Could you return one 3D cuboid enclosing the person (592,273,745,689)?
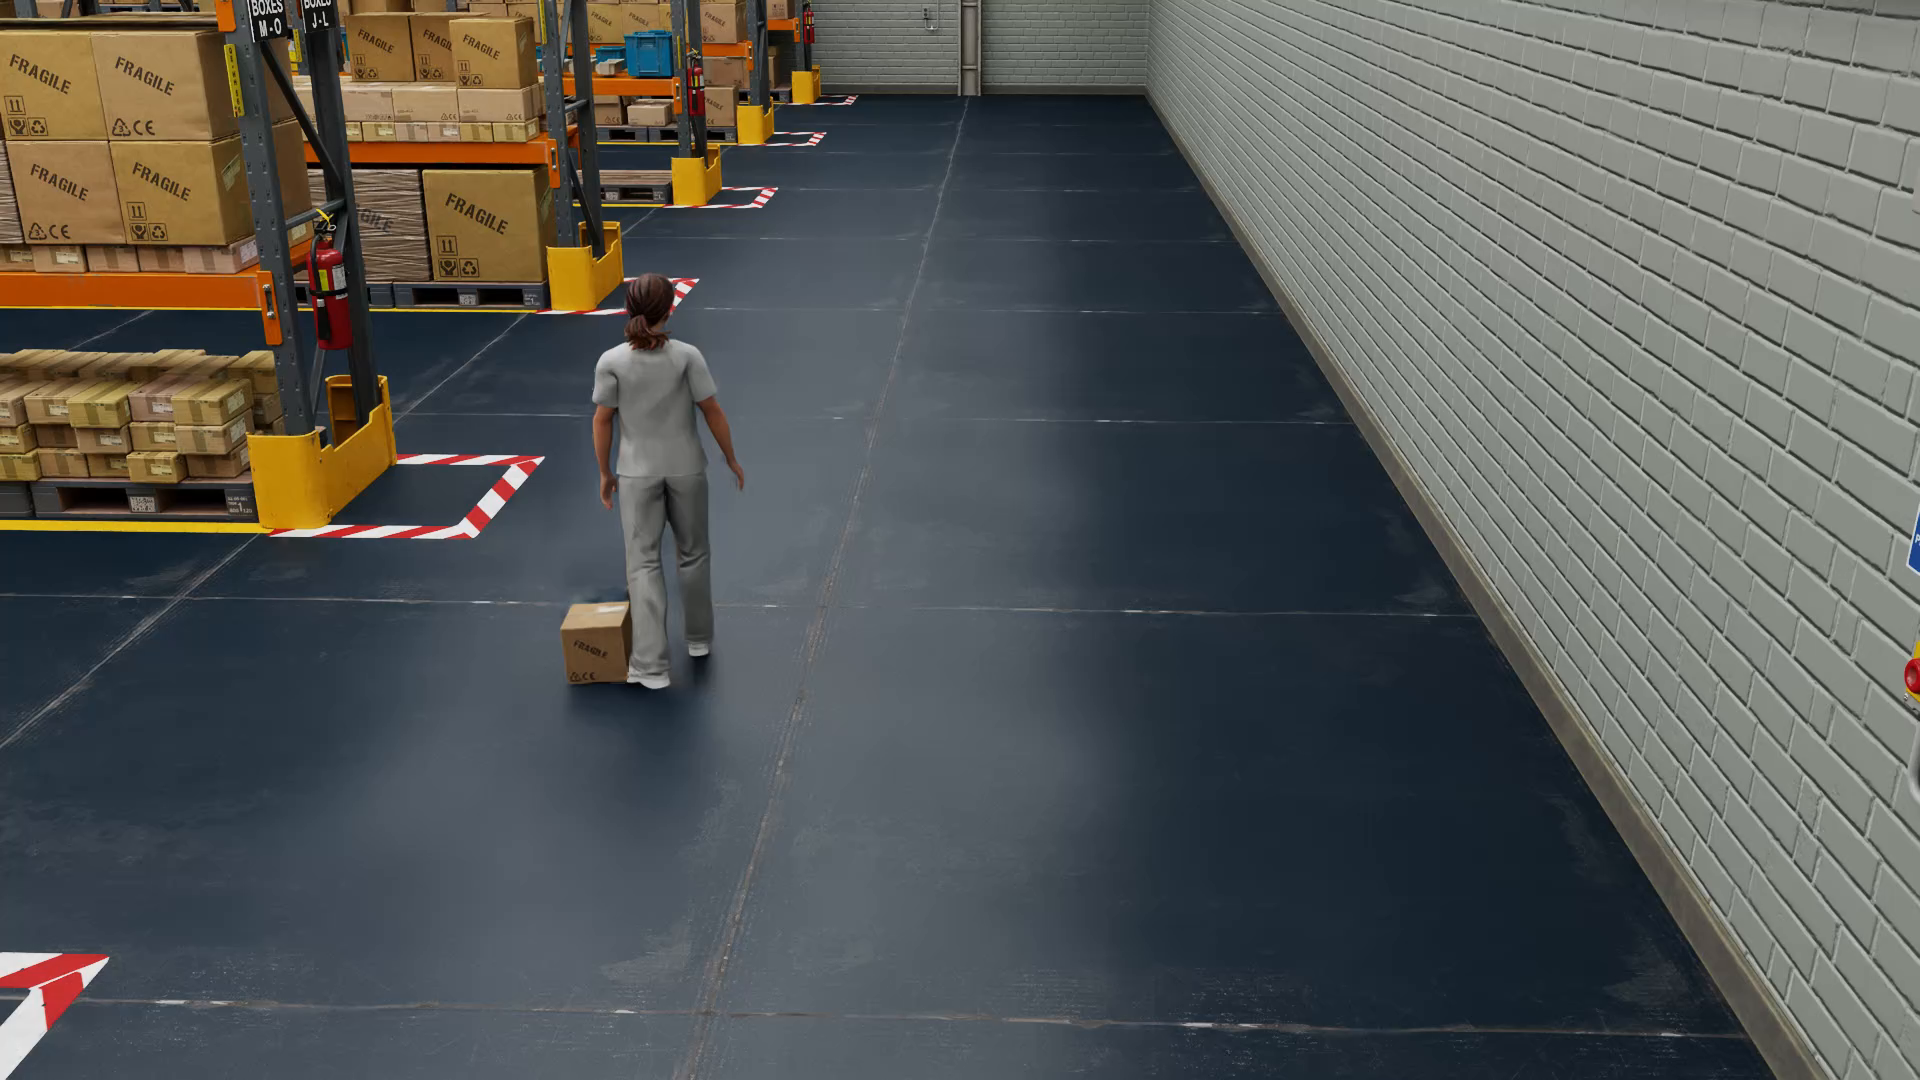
[{"bbox_3d":[-1.183,-0.270,6.756,0.614,1.664,0.615,-5,22,-14],"label":"person"}]
